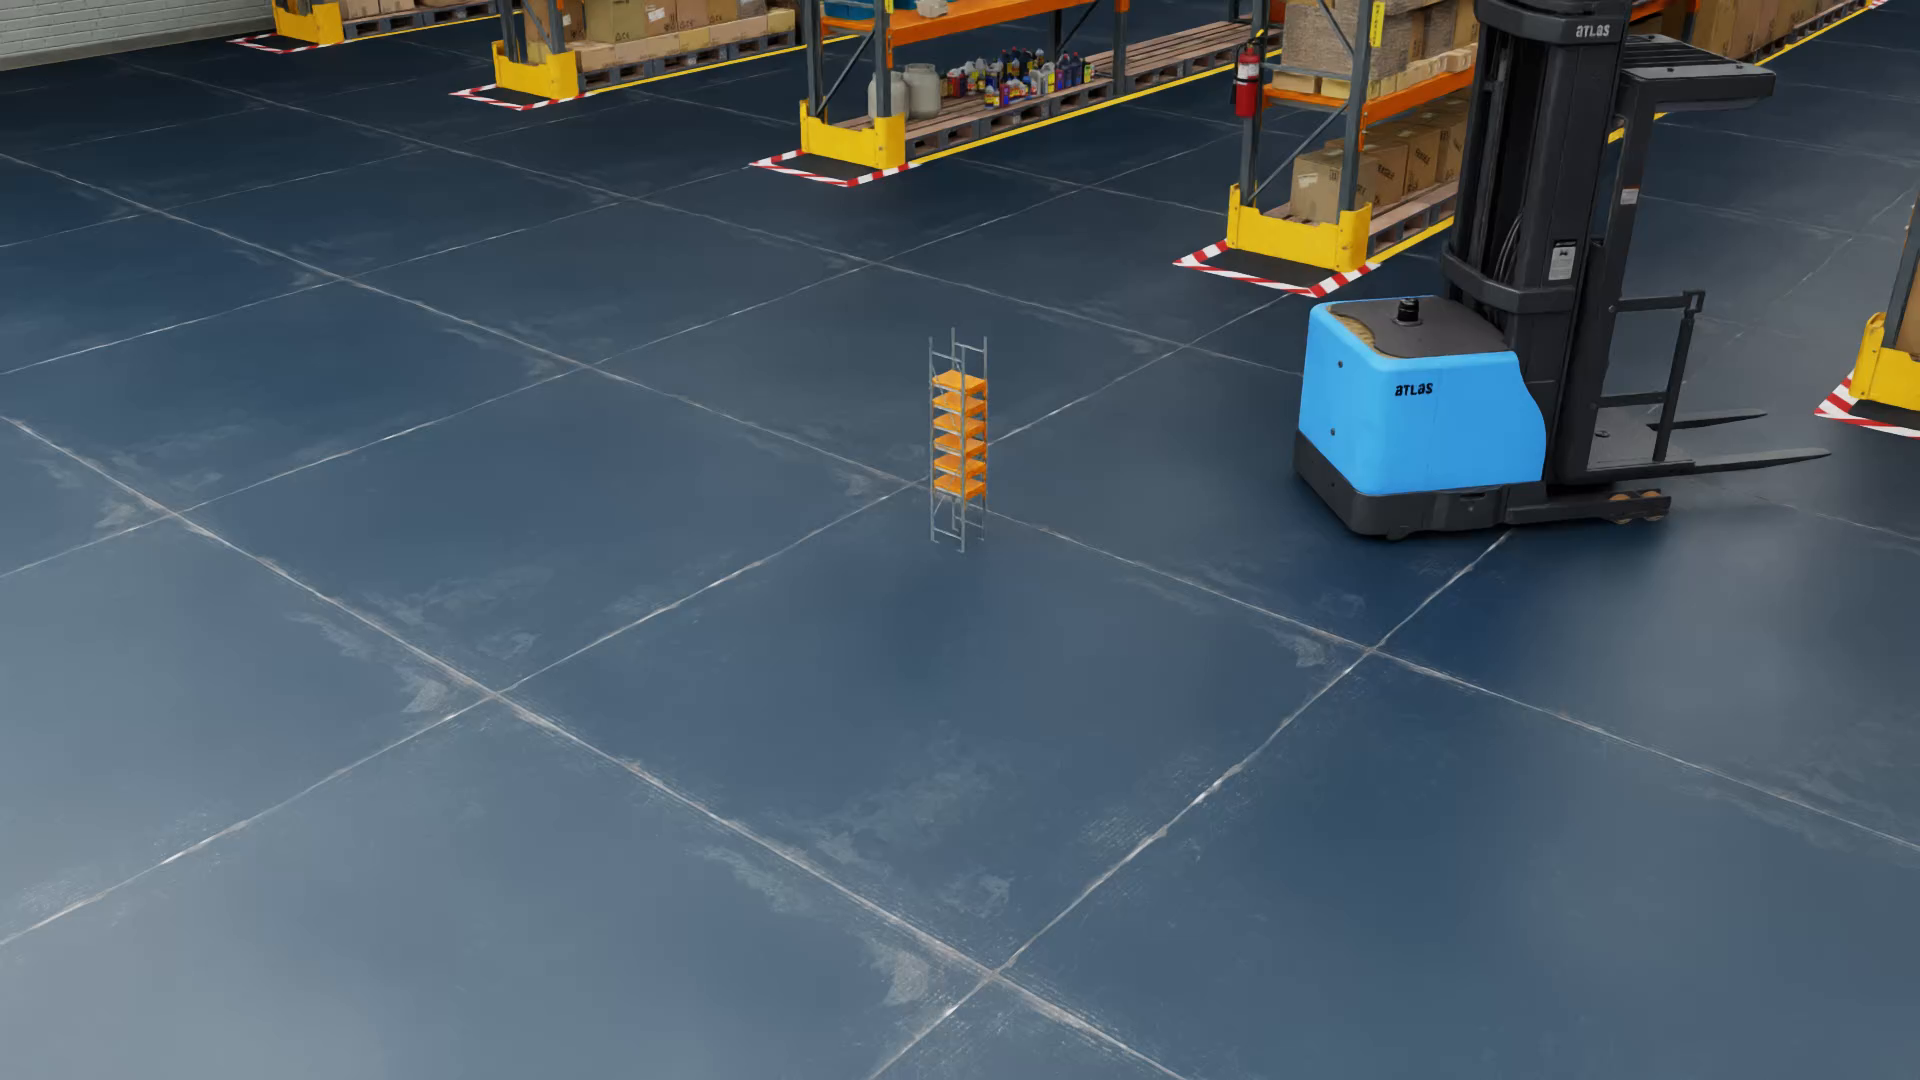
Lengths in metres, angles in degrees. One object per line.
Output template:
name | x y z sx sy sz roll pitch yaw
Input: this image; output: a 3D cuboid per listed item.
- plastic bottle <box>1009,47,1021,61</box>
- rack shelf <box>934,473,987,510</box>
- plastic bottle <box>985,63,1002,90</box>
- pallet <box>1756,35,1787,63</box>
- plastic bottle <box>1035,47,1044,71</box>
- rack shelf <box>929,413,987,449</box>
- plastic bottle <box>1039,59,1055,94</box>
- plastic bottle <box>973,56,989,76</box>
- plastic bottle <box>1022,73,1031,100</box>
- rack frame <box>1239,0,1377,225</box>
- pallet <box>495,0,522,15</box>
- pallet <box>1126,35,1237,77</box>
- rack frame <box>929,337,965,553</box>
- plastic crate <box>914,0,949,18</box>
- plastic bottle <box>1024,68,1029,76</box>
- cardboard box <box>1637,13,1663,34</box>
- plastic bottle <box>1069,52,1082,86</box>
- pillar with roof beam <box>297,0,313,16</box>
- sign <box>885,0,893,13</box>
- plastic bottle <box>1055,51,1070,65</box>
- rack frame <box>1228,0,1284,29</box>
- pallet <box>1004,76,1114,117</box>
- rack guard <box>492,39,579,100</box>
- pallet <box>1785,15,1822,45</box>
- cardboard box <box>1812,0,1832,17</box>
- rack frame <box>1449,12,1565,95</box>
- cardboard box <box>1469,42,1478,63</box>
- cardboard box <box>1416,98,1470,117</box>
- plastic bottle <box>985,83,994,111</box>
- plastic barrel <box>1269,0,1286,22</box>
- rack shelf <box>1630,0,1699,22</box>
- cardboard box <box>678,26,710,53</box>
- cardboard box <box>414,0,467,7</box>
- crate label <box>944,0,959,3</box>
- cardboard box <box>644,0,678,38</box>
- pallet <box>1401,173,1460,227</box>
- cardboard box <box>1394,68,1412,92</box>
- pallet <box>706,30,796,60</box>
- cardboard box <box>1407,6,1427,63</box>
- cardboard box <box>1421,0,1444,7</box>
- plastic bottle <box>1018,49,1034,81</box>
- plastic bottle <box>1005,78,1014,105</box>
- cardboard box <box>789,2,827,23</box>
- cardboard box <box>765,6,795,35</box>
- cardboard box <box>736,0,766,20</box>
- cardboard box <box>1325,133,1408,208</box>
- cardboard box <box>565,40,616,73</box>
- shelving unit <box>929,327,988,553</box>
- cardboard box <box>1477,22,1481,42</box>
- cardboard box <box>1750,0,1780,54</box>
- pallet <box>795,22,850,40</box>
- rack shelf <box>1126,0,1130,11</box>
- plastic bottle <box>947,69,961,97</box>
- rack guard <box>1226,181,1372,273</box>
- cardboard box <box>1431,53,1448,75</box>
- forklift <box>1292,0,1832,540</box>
plastic bottle | 0.625 -5.402 18.832 0.144 0.351 0.185 22 34 36
rack shelf | -0.009 -0.275 9.095 0.258 0.103 0.180 21 34 34
plastic bottle | 0.365 -5.117 18.362 0.152 0.276 0.135 21 34 34
pallet | 9.936 -6.403 21.397 1.003 0.211 1.213 21 34 34
plastic bottle | 0.918 -5.547 19.198 0.097 0.271 0.097 0 27 0
rack shelf | -0.009 -0.595 8.930 0.258 0.103 0.180 21 34 34
plastic bottle | 0.944 -5.072 18.194 0.144 0.351 0.185 21 34 34
plastic bottle | 0.235 -5.185 18.411 0.144 0.351 0.185 20 34 34
plastic bottle | 0.719 -4.894 17.937 0.097 0.271 0.097 0 27 0
rack frame | 2.736 -3.682 13.104 1.000 3.000 0.127 21 34 34
pallet | -6.586 -7.957 24.401 1.003 0.211 1.213 21 34 34
pallet | 2.704 -6.034 20.684 1.003 0.211 1.213 21 34 34
rack frame | -0.067 -0.495 8.902 0.240 1.200 0.006 21 34 34
plastic crate | -0.268 -5.236 16.394 0.298 0.136 0.250 21 34 34
plastic bottle | 0.755 -5.017 18.160 0.061 0.283 0.133 21 34 34
cardboard box | 7.422 -5.691 18.411 0.500 0.250 0.500 22 35 36
plastic bottle | 1.271 -5.255 18.547 0.144 0.351 0.185 20 33 33
pillar with roof beam | -5.631 -9.933 18.657 9.100 9.000 0.400 21 34 34
sign | -0.664 -5.091 15.525 0.100 0.325 0.005 21 34 34
plastic bottle | 1.160 -5.297 18.628 0.144 0.351 0.185 21 34 34
rack frame | 4.003 -7.966 21.385 1.000 3.000 0.127 21 34 34
pallet | 0.999 -5.084 18.847 1.003 0.211 1.213 21 34 34
rack guard | -4.921 -5.460 19.261 1.175 0.500 0.348 21 34 34
pallet | 10.913 -6.945 22.446 1.003 0.211 1.213 21 34 34
cardboard box | 11.423 -7.710 22.744 0.875 0.875 0.875 21 34 34
rack frame | 5.281 -5.101 15.845 1.000 3.000 0.127 21 34 34
cardboard box | 4.405 -4.299 14.570 0.380 0.149 0.250 21 34 34
cardboard box | 4.637 -3.842 15.675 0.500 0.500 0.500 -16 31 -28
plastic bottle | 0.308 -4.665 17.494 0.097 0.271 0.097 0 27 0
plastic barrel | 4.301 -7.367 22.132 0.600 0.830 0.708 21 34 34
rack shelf | 6.553 -5.490 17.381 1.077 0.370 4.000 21 34 34
cardboard box | -3.437 -6.201 20.507 0.500 0.250 0.500 21 34 34
cardboard box | -7.353 -7.777 23.261 0.700 0.500 0.500 18 33 31
crate label | -0.124 -5.877 17.308 0.502 0.435 0.616 21 34 34
cardboard box | -3.768 -6.361 20.001 0.500 0.500 0.500 21 34 34
pallet | 4.105 -3.179 15.166 1.003 0.211 1.213 21 34 34
cardboard box | 3.446 -3.770 13.546 0.380 0.149 0.250 21 34 34
pallet | -2.899 -6.489 21.564 1.003 0.211 1.213 21 34 34
cardboard box | 3.333 -4.258 13.784 0.875 0.500 0.500 21 34 34
cardboard box | 3.620 -4.594 13.344 0.500 0.500 0.500 21 34 34
plastic bottle | 0.736 -5.360 18.751 0.144 0.351 0.185 21 34 34
plastic bottle | 0.526 -4.787 17.729 0.097 0.271 0.097 0 27 0
cardboard box | -1.913 -7.033 22.116 0.500 0.250 0.500 20 33 33
cardboard box | -2.487 -6.734 21.538 0.500 0.250 0.500 21 34 34
cardboard box | -2.814 -6.893 21.030 0.500 0.500 0.500 21 34 34
cardboard box | 3.500 -3.197 14.429 0.500 0.500 0.500 -18 32 -31
cardboard box | -4.393 -5.669 19.480 0.500 0.250 0.500 21 34 34
shelving unit | -0.009 -0.528 8.964 0.258 1.200 0.189 21 34 34
cardboard box | 4.361 -4.762 14.758 0.875 0.500 0.500 21 34 34
cardboard box | 9.410 -6.630 20.657 1.225 0.875 0.875 19 33 33
pallet | -1.923 -7.031 22.612 1.003 0.211 1.213 21 34 34
rack shelf | 2.731 -6.938 20.179 1.077 0.370 4.000 21 34 34
plastic bottle | -0.074 -4.976 18.090 0.152 0.276 0.135 21 34 35
rack guard | 2.785 -2.599 13.730 1.175 0.500 0.348 21 34 34
cardboard box | 3.891 -4.047 14.083 0.380 0.149 0.250 21 34 34
forklift | 3.561 -1.626 9.203 3.031 2.935 1.130 -5 28 -10
